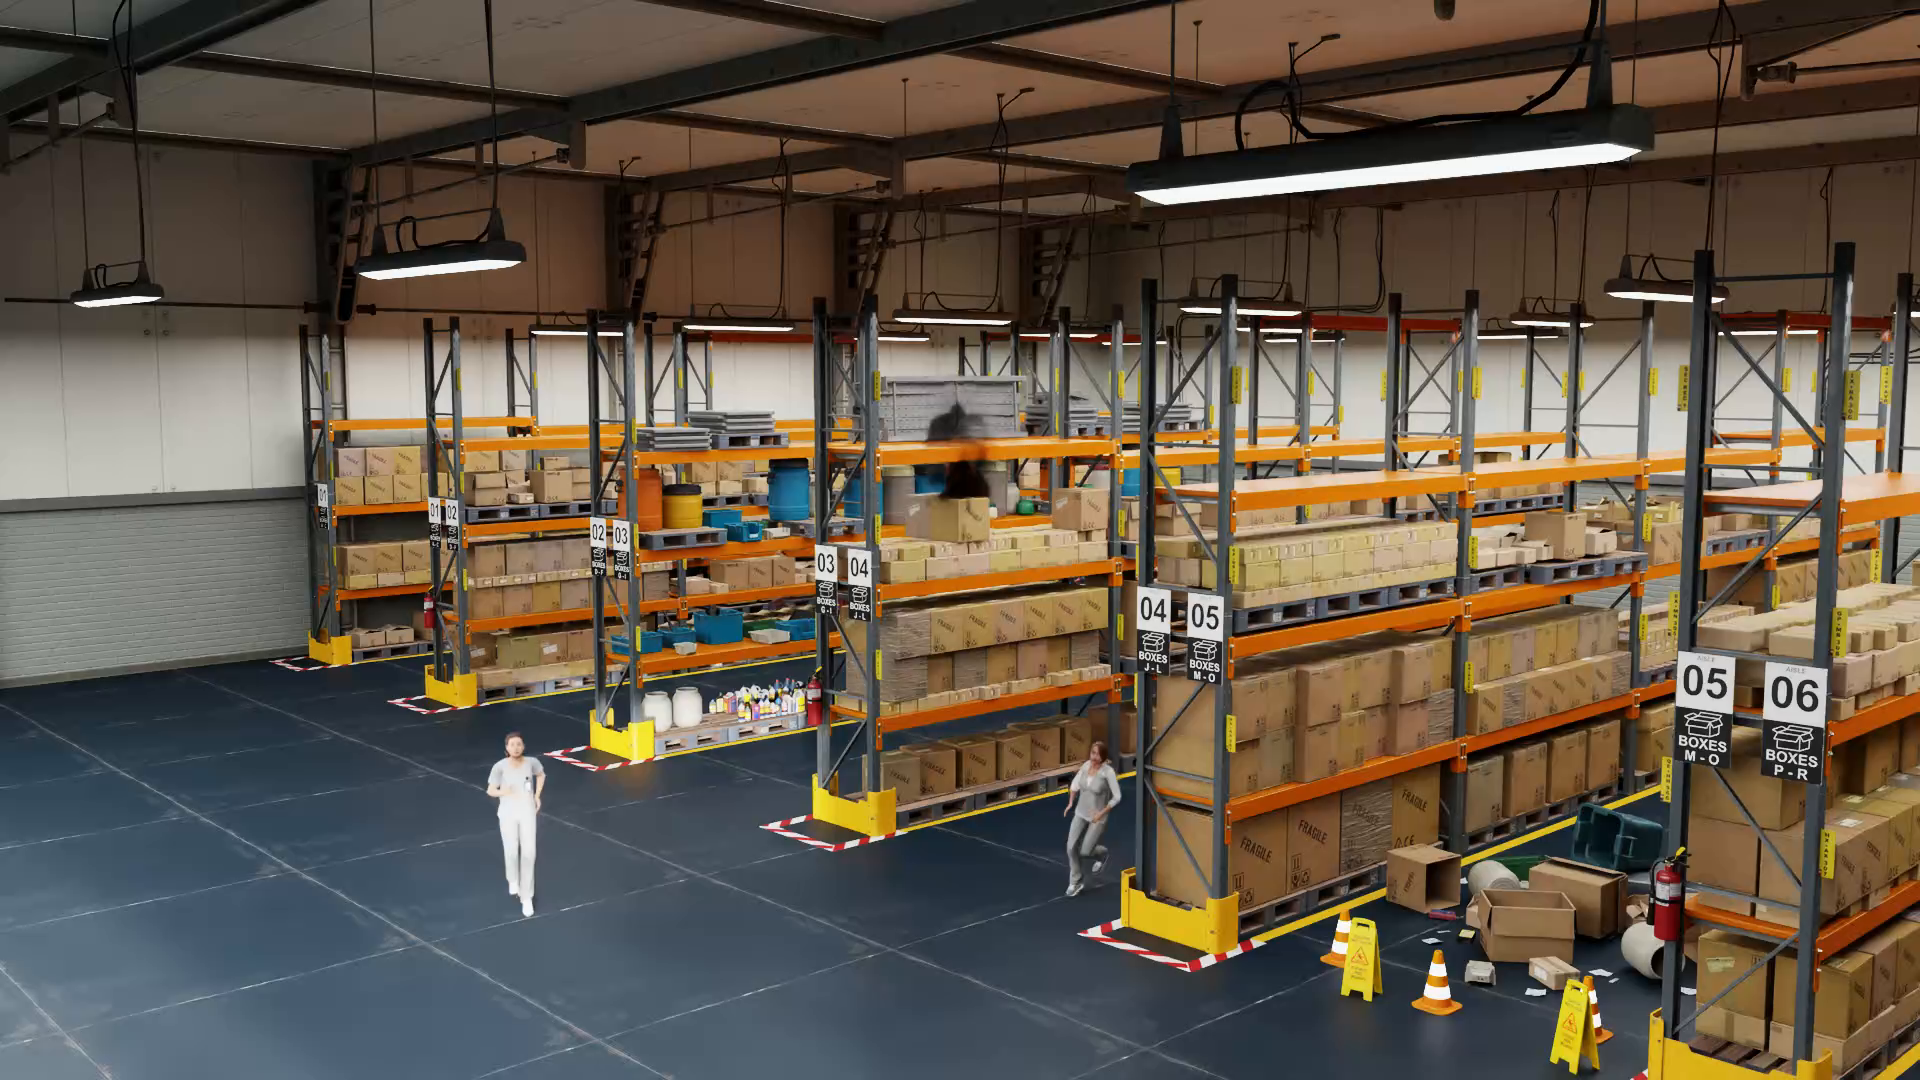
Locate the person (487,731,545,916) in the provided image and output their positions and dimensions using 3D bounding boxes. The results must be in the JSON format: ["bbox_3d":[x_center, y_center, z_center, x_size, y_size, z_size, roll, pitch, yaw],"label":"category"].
[{"bbox_3d":[-4.276,2.694,16.076,0.559,1.701,0.831,-2,6,-18],"label":"person"}]

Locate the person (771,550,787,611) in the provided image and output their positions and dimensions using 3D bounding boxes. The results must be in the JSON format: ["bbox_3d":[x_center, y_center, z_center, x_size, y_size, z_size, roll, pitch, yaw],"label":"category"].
[{"bbox_3d":[-3.626,0.965,33.460,0.556,1.710,0.711,5,8,41],"label":"person"}]

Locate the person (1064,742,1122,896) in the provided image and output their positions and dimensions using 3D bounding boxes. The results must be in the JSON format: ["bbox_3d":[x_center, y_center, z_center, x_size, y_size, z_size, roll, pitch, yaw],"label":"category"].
[{"bbox_3d":[1.349,2.753,16.526,0.581,1.566,0.591,4,7,37],"label":"person"}]
